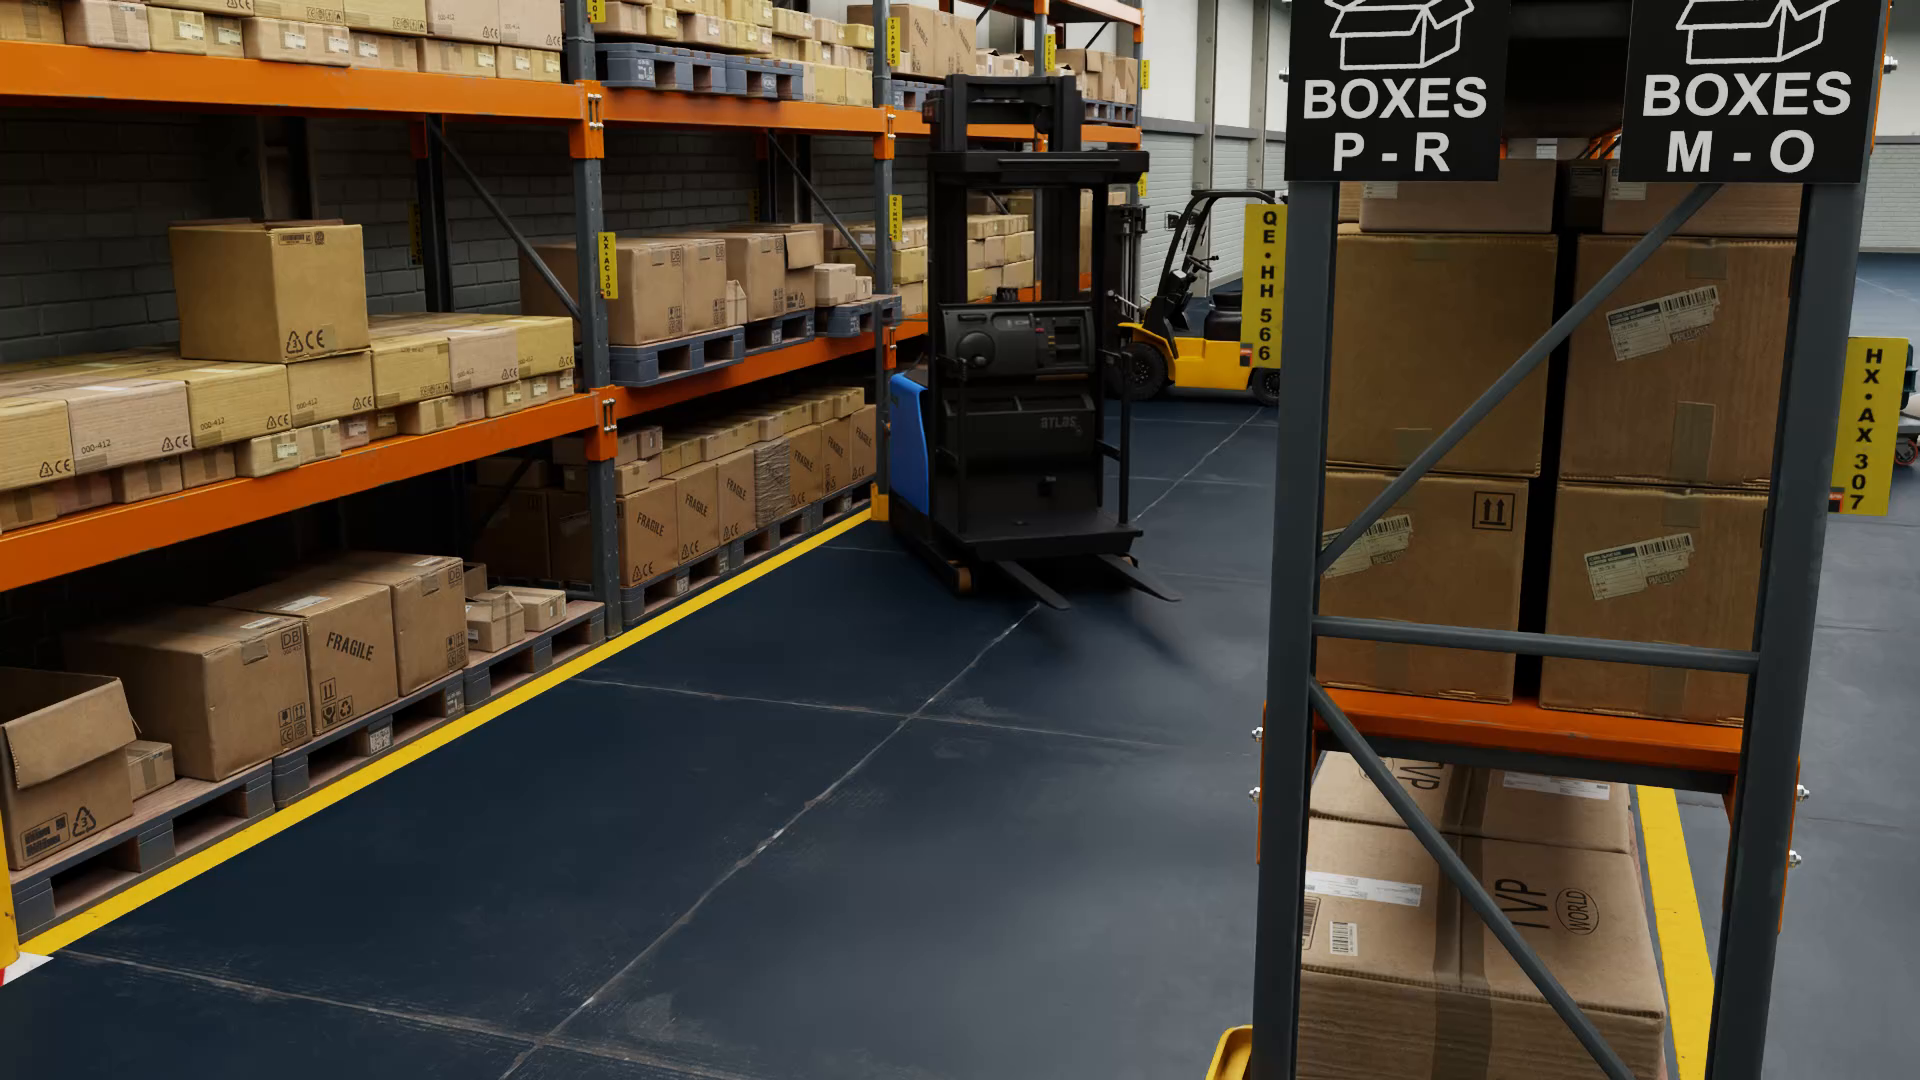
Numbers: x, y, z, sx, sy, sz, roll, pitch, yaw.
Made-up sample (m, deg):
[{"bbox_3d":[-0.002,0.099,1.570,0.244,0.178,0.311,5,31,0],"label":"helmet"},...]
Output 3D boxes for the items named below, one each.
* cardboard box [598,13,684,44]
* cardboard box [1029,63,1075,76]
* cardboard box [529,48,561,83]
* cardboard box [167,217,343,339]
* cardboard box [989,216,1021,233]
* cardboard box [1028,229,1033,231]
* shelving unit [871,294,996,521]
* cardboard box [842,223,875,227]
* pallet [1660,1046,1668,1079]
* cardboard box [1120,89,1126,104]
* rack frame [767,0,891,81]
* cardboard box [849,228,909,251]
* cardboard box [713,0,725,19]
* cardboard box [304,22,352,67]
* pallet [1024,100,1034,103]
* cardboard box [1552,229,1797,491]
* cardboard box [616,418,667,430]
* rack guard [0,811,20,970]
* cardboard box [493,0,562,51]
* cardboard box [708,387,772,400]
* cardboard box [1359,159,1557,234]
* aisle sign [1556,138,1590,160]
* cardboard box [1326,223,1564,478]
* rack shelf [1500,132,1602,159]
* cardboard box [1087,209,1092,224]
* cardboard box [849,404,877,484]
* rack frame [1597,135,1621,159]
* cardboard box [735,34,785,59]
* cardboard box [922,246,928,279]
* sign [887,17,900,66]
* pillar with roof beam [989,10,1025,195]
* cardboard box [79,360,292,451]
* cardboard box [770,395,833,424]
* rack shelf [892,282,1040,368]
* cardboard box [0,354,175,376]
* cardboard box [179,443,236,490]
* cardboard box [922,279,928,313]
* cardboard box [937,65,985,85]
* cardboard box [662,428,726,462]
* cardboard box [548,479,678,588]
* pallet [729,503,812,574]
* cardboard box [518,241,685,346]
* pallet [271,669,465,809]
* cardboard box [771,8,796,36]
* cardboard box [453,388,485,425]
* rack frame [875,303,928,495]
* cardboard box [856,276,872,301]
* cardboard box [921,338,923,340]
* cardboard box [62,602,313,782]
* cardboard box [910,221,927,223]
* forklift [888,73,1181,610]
[{"bbox_3d":[-1.698,-2.725,8.843,0.380,0.149,0.250,4,14,19],"label":"cardboard box"},{"bbox_3d":[0.811,-4.500,16.253,0.500,0.311,0.500,5,14,20],"label":"cardboard box"},{"bbox_3d":[-2.114,-2.228,7.834,0.380,0.149,0.250,4,14,18],"label":"cardboard box"},{"bbox_3d":[-3.010,-1.128,7.175,0.500,0.500,0.500,4,13,17],"label":"cardboard box"},{"bbox_3d":[0.345,-2.891,15.232,0.380,0.149,0.250,4,13,18],"label":"cardboard box"},{"bbox_3d":[0.702,-2.793,16.260,0.500,0.500,0.500,4,13,17],"label":"cardboard box"},{"bbox_3d":[-0.155,-0.962,11.830,0.587,1.500,1.083,5,14,21],"label":"shelving unit"},{"bbox_3d":[-0.777,-2.495,13.496,0.380,0.149,0.250,4,14,18],"label":"cardboard box"},{"bbox_3d":[1.312,1.399,4.385,1.003,0.211,1.213,4,14,18],"label":"pallet"},{"bbox_3d":[1.625,-4.909,18.410,0.380,0.149,0.250,4,13,17],"label":"cardboard box"},{"bbox_3d":[-0.983,-4.752,11.587,1.000,3.000,0.127,4,14,18],"label":"rack frame"},{"bbox_3d":[-0.601,-2.238,12.372,0.380,0.149,0.250,5,14,20],"label":"cardboard box"},{"bbox_3d":[-1.538,-2.981,9.294,0.380,0.149,0.250,5,14,19],"label":"cardboard box"},{"bbox_3d":[-2.584,-1.902,6.404,0.380,0.149,0.250,5,14,20],"label":"cardboard box"},{"bbox_3d":[0.563,-4.270,16.415,1.003,0.211,1.213,4,14,18],"label":"pallet"},{"bbox_3d":[1.552,-0.403,3.543,0.500,0.500,0.500,4,13,17],"label":"cardboard box"},{"bbox_3d":[-2.052,-0.662,10.361,0.380,0.149,0.250,5,14,19],"label":"cardboard box"},{"bbox_3d":[-3.546,1.059,5.223,1.175,0.500,0.348,4,14,18],"label":"rack guard"},{"bbox_3d":[-2.196,-2.400,7.690,0.500,0.250,0.500,4,14,19],"label":"cardboard box"},{"bbox_3d":[-1.558,-0.989,11.794,0.380,0.149,0.250,5,14,20],"label":"cardboard box"},{"bbox_3d":[1.053,-0.729,3.512,0.380,0.149,0.250,5,14,19],"label":"cardboard box"},{"bbox_3d":[6.598,-4.415,17.748,0.394,0.787,0.004,4,14,18],"label":"aisle sign"},{"bbox_3d":[1.058,-0.441,3.709,0.500,0.500,0.500,5,14,20],"label":"cardboard box"},{"bbox_3d":[5.657,-3.846,15.973,1.077,0.370,4.000,4,14,18],"label":"rack shelf"},{"bbox_3d":[1.183,-3.407,17.492,0.380,0.149,0.250,4,13,17],"label":"cardboard box"},{"bbox_3d":[-0.916,-0.709,12.028,0.500,0.500,0.500,5,14,20],"label":"cardboard box"},{"bbox_3d":[3.715,-1.471,10.692,1.000,3.000,0.127,4,14,18],"label":"rack frame"},{"bbox_3d":[-1.311,-3.050,10.311,0.380,0.149,0.250,5,14,20],"label":"cardboard box"},{"bbox_3d":[-0.445,-2.179,13.009,0.500,0.250,0.500,5,14,20],"label":"cardboard box"},{"bbox_3d":[-0.470,-3.503,11.690,0.100,0.325,0.005,4,14,18],"label":"sign"},{"bbox_3d":[4.601,-6.045,17.251,9.100,9.000,0.400,4,14,18],"label":"pillar with roof beam"},{"bbox_3d":[-2.845,-0.504,6.125,0.500,0.250,0.500,4,13,17],"label":"cardboard box"},{"bbox_3d":[-1.089,-0.896,11.387,0.380,0.149,0.250,4,13,17],"label":"cardboard box"},{"bbox_3d":[-0.335,-1.898,14.179,1.077,0.370,4.000,4,14,18],"label":"rack shelf"},{"bbox_3d":[-3.341,-0.543,6.297,0.500,0.250,0.500,5,14,20],"label":"cardboard box"},{"bbox_3d":[-2.894,-0.290,6.082,0.380,0.149,0.250,5,14,19],"label":"cardboard box"},{"bbox_3d":[-0.440,-1.936,13.066,0.500,0.250,0.500,4,13,17],"label":"cardboard box"},{"bbox_3d":[-0.006,-3.847,13.759,0.380,0.149,0.250,4,14,18],"label":"cardboard box"},{"bbox_3d":[-1.628,-0.571,9.967,0.380,0.149,0.250,4,14,18],"label":"cardboard box"},{"bbox_3d":[-1.907,-0.057,9.171,0.500,0.500,0.500,5,14,21],"label":"cardboard box"},{"bbox_3d":[-1.656,-0.058,10.766,1.003,0.211,1.213,4,14,18],"label":"pallet"},{"bbox_3d":[-1.909,-1.325,8.882,0.700,0.500,0.500,5,14,20],"label":"cardboard box"},{"bbox_3d":[-2.893,0.776,7.112,1.003,0.211,1.213,4,14,18],"label":"pallet"},{"bbox_3d":[-1.234,-3.189,10.252,0.380,0.149,0.250,4,14,19],"label":"cardboard box"},{"bbox_3d":[-2.376,-0.611,7.491,0.380,0.149,0.250,5,14,20],"label":"cardboard box"},{"bbox_3d":[-0.340,-0.858,11.378,0.500,1.500,0.032,5,14,21],"label":"rack frame"},{"bbox_3d":[-0.832,-1.744,11.508,0.380,0.149,0.250,5,14,19],"label":"cardboard box"},{"bbox_3d":[0.153,-1.606,15.677,0.875,0.625,0.625,5,14,21],"label":"cardboard box"},{"bbox_3d":[-2.970,0.572,6.416,0.700,0.500,0.500,5,14,21],"label":"cardboard box"},{"bbox_3d":[-0.200,-2.573,13.836,0.380,0.149,0.250,4,14,18],"label":"cardboard box"},{"bbox_3d":[0.414,-1.206,9.683,1.130,2.935,3.031,-4,13,-15],"label":"forklift"}]
